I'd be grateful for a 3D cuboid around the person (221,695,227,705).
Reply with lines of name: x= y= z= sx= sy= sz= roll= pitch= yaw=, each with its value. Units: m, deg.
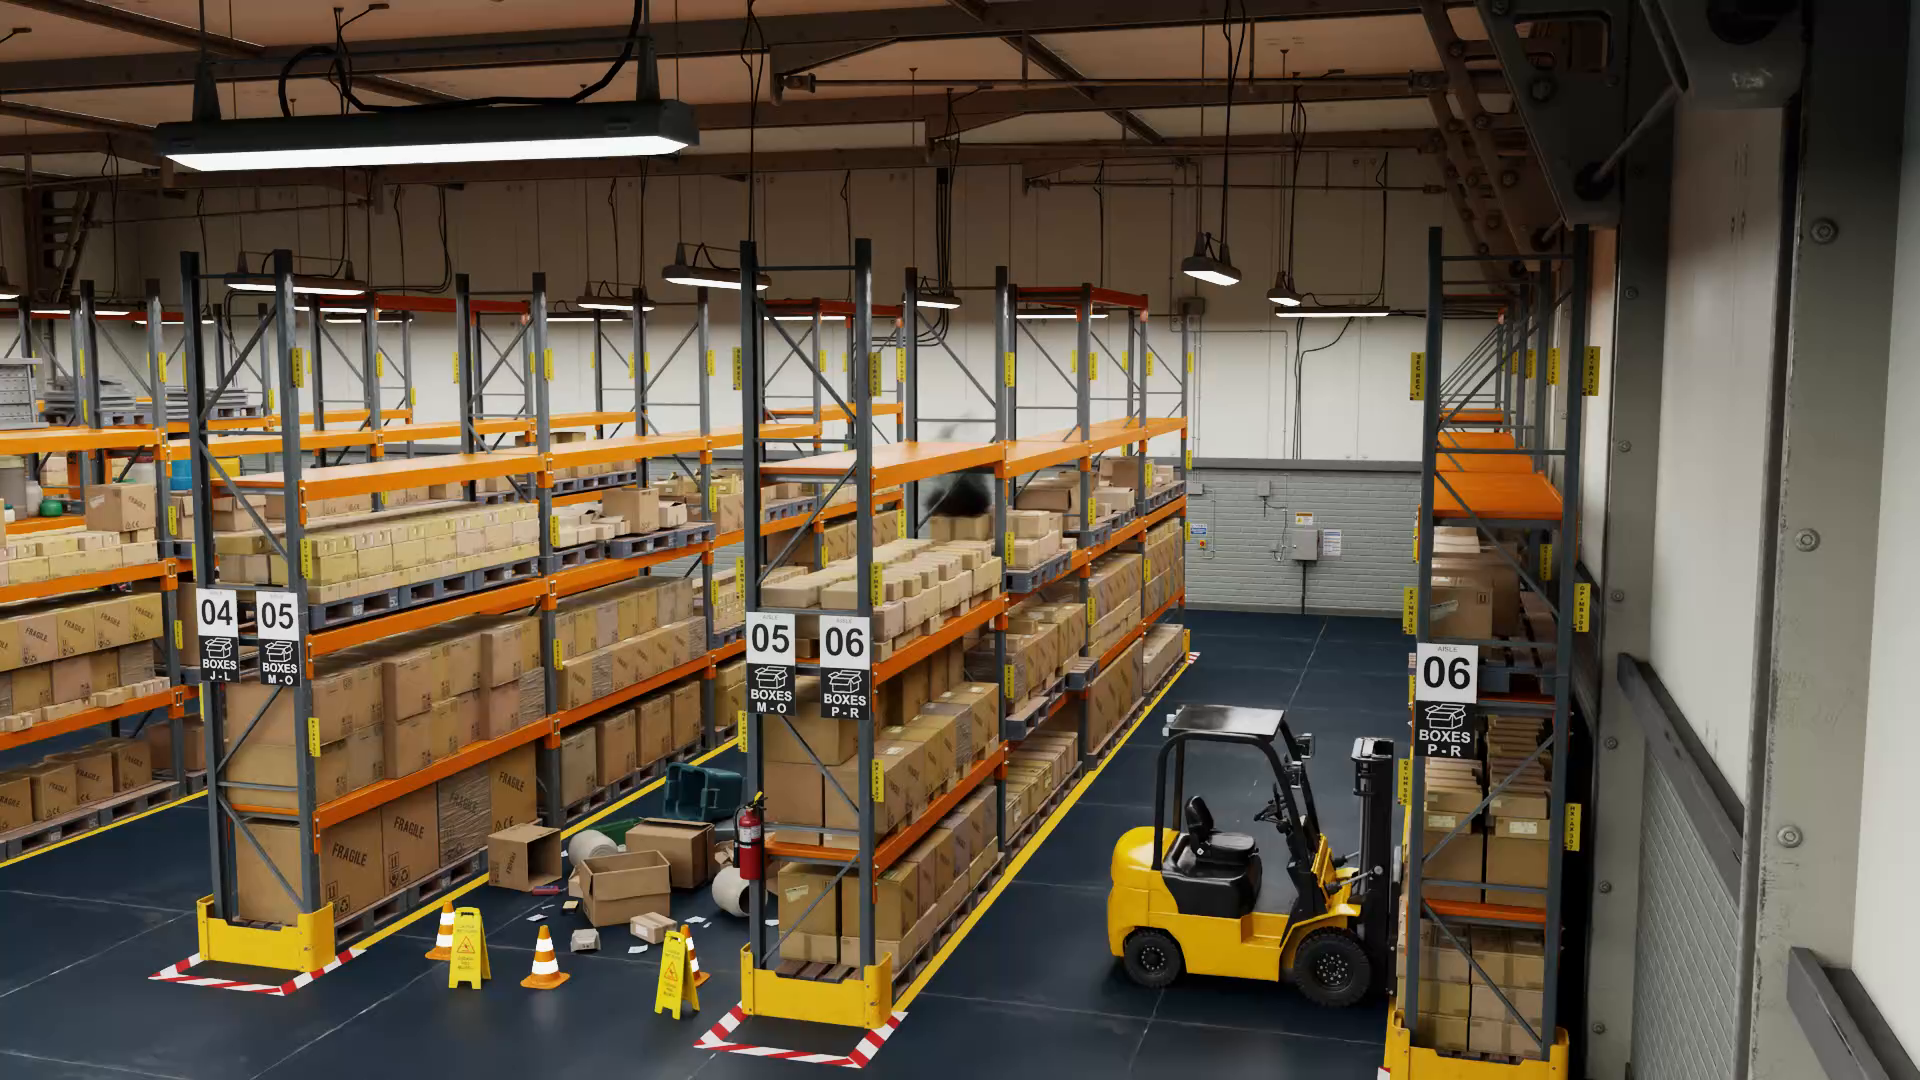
person: x=-10.235 y=1.801 z=22.809 sx=0.556 sy=1.626 sz=0.520 roll=2 pitch=7 yaw=19
